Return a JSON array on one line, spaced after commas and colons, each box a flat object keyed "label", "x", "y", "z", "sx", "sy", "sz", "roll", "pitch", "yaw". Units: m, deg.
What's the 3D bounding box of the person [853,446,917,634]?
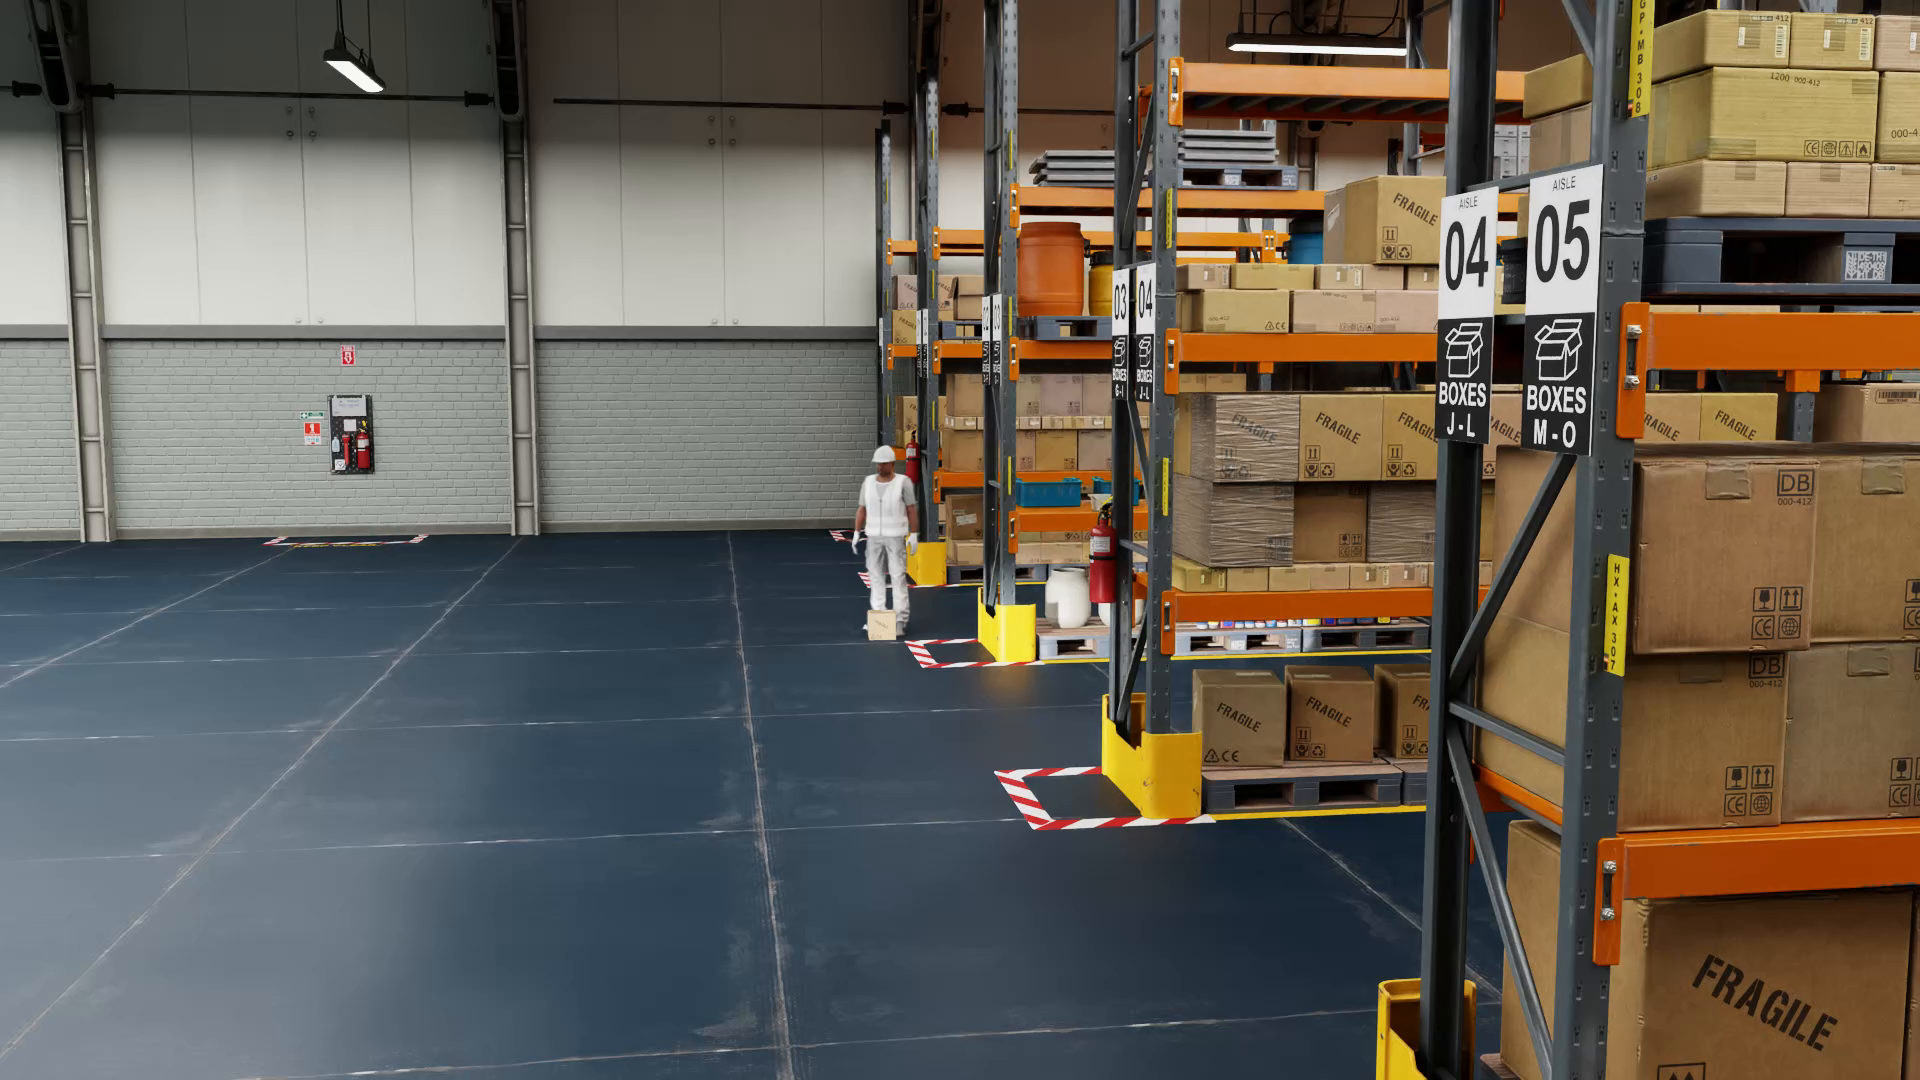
[{"label": "person", "x": -0.740, "y": -0.011, "z": 16.142, "sx": 0.622, "sy": 1.801, "sz": 0.426, "roll": 2, "pitch": 7, "yaw": 18}]
